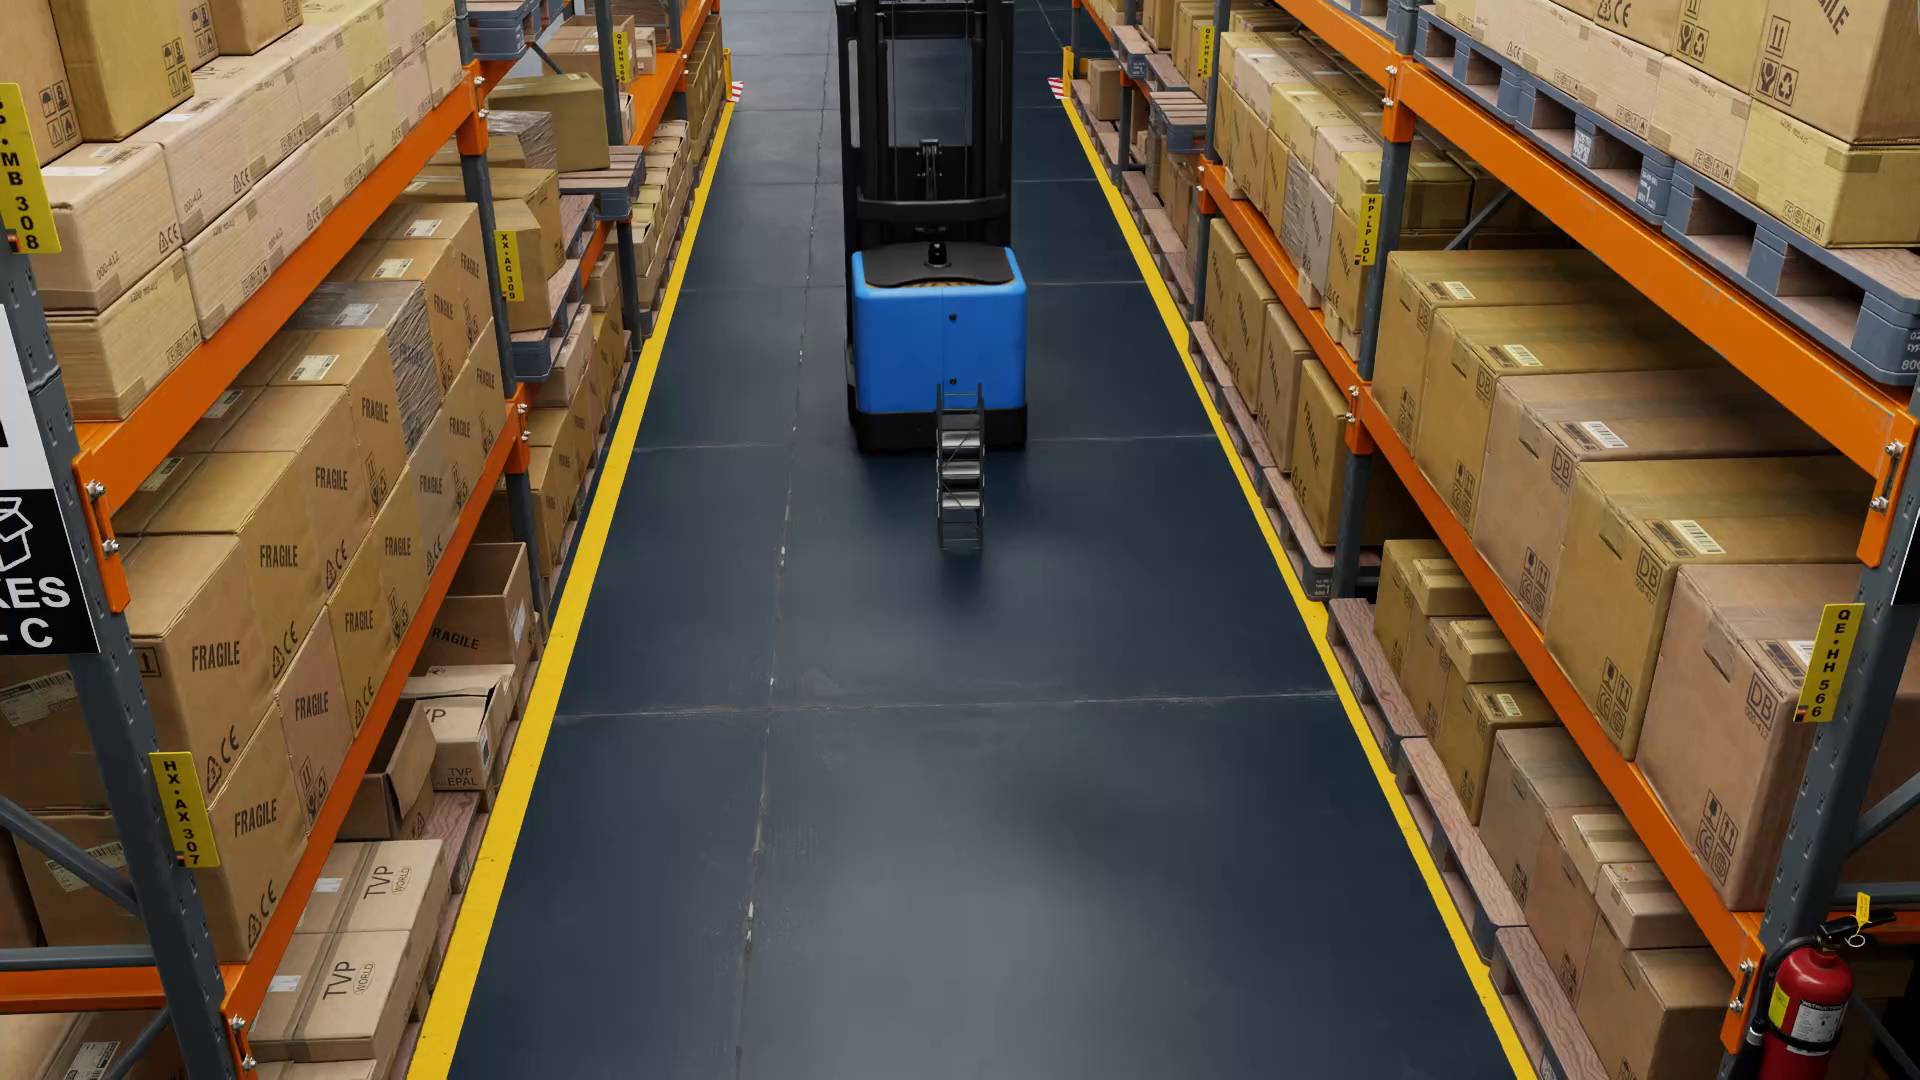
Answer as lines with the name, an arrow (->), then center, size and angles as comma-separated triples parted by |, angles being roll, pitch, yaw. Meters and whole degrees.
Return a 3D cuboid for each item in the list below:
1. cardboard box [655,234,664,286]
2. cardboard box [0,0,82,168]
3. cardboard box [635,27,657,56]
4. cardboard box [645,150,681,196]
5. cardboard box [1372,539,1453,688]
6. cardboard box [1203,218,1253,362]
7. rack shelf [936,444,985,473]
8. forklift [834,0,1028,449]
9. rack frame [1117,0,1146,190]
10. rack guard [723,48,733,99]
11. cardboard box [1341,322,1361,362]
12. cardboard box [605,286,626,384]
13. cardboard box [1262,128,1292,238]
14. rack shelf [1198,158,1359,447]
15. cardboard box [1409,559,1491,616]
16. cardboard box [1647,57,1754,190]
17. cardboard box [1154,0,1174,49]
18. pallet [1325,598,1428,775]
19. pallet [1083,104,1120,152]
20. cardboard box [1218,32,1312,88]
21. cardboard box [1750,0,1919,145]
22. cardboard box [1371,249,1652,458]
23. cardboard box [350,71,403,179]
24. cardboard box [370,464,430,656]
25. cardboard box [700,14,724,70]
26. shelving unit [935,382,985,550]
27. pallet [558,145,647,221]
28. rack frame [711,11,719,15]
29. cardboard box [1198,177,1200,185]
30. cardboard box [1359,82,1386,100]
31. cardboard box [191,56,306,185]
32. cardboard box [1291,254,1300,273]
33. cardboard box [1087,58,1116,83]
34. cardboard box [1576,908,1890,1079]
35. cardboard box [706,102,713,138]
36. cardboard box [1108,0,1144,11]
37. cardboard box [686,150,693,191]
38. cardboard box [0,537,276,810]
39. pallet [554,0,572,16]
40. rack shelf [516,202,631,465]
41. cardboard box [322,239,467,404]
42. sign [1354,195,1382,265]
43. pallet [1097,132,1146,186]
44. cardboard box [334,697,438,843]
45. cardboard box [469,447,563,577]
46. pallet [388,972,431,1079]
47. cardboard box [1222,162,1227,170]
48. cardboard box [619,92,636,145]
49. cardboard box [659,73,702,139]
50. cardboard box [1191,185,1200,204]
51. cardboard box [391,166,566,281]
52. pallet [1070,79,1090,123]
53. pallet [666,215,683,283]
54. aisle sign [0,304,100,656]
cardboard box -> -2.524, -2.116, 12.583 | 0.500, 0.250, 0.500 | -2, 28, -4
cardboard box -> -2.389, -1.028, 3.544 | 0.700, 0.500, 0.500 | -1, 28, -3
cardboard box -> -2.903, -4.222, 14.264 | 0.500, 0.250, 0.500 | 0, 28, 1
cardboard box -> -2.608, -3.080, 13.825 | 0.500, 0.311, 0.500 | -1, 28, -3
cardboard box -> 2.329, 0.328, 7.626 | 0.700, 0.500, 0.500 | -1, 28, -2
cardboard box -> 2.091, -1.680, 11.097 | 0.750, 0.750, 0.750 | -2, 28, -3
rack shelf -> 0.000, -0.445, 9.009 | 0.258, 0.077, 0.200 | -1, 28, -3
forklift -> -0.235, -2.503, 10.879 | 1.130, 2.935, 3.031 | -2, 28, -5
rack frame -> 1.975, -4.636, 14.896 | 1.000, 3.000, 0.127 | -1, 28, -3
rack guard -> -3.182, -5.265, 18.804 | 1.175, 0.500, 0.348 | -1, 28, -3
cardboard box -> 2.092, -0.989, 8.152 | 0.380, 0.149, 0.250 | -1, 28, -2
cardboard box -> -2.480, -1.328, 10.781 | 0.500, 0.500, 0.500 | 0, 28, -1
cardboard box -> 2.031, -2.032, 9.451 | 0.500, 0.500, 0.500 | -1, 28, -1
rack shelf -> 2.288, -1.547, 9.750 | 1.077, 0.370, 4.000 | -1, 28, -3
cardboard box -> 2.165, 0.203, 7.165 | 0.380, 0.149, 0.250 | 0, 28, -1
cardboard box -> 2.270, -1.161, 4.588 | 0.500, 0.250, 0.500 | -2, 28, -5
cardboard box -> 1.989, -4.382, 13.824 | 0.700, 0.500, 0.500 | 1, 28, 3
pallet -> 2.354, 0.647, 7.780 | 1.003, 0.211, 1.213 | -1, 28, -3
pallet -> 1.838, -4.274, 17.217 | 1.003, 0.211, 1.213 | -1, 28, -3
cardboard box -> 1.951, -3.078, 10.645 | 0.500, 0.250, 0.500 | -1, 28, -1
cardboard box -> 2.291, -1.253, 3.953 | 0.500, 0.500, 0.500 | -1, 28, -3
cardboard box -> 2.404, -0.824, 7.262 | 0.980, 0.700, 0.700 | -1, 28, -2
cardboard box -> -2.213, -1.404, 5.617 | 0.500, 0.250, 0.500 | -1, 28, -3
cardboard box -> -2.185, 0.070, 5.764 | 0.500, 0.500, 0.500 | -1, 28, -2
cardboard box -> -2.856, -5.421, 18.109 | 0.500, 0.500, 0.500 | -1, 28, -3
shelving unit -> 0.000, -0.395, 9.035 | 0.258, 0.900, 0.210 | -1, 28, -3
pallet -> -2.658, -2.271, 10.569 | 1.213, 0.211, 1.003 | -1, 28, -3
rack frame -> -3.181, -6.362, 18.205 | 1.000, 3.000, 0.127 | -1, 28, -3
cardboard box -> 2.127, -2.804, 12.800 | 0.500, 0.250, 0.500 | -1, 28, -2
cardboard box -> 2.540, -2.392, 9.331 | 0.500, 0.250, 0.500 | -2, 28, -4
cardboard box -> -2.164, -1.164, 4.616 | 0.500, 0.250, 0.500 | -1, 28, -3
cardboard box -> 2.069, -1.577, 9.279 | 0.380, 0.149, 0.250 | -2, 28, -4
cardboard box -> 1.712, -5.165, 18.341 | 0.500, 0.311, 0.500 | -4, 28, -8
cardboard box -> 2.465, 1.507, 5.367 | 0.700, 0.500, 0.500 | -1, 28, -3
cardboard box -> -2.736, -4.166, 16.513 | 0.500, 0.250, 0.500 | -1, 28, -3
cardboard box -> 1.641, -5.122, 15.157 | 0.500, 0.500, 0.500 | -1, 28, -3
cardboard box -> -2.661, -3.298, 14.848 | 0.500, 0.250, 0.500 | -2, 28, -3
cardboard box -> -2.105, 0.328, 4.189 | 0.500, 0.500, 0.500 | -1, 28, -1
pallet -> -2.576, -2.849, 8.428 | 1.213, 0.211, 1.003 | -1, 28, -3
rack shelf -> -2.659, -1.425, 9.517 | 1.077, 0.370, 4.000 | -1, 28, -3
cardboard box -> -2.240, -0.845, 6.436 | 0.500, 0.500, 0.500 | -2, 28, -4
sign -> 1.851, -1.403, 7.529 | 0.100, 0.325, 0.005 | -1, 28, -3
pallet -> 1.904, -3.709, 16.134 | 1.003, 0.211, 1.213 | -1, 28, -3
cardboard box -> -2.451, 0.959, 6.392 | 0.797, 0.503, 0.637 | -1, 28, -3
cardboard box -> -2.336, -0.137, 8.496 | 0.500, 0.500, 0.500 | -3, 28, -5
pallet -> -2.392, 1.860, 5.456 | 1.003, 0.211, 1.213 | -1, 28, -3
cardboard box -> 1.969, -2.529, 11.105 | 0.380, 0.149, 0.250 | -2, 28, -3
cardboard box -> -2.617, -3.046, 11.943 | 0.500, 0.311, 0.500 | -2, 28, -3
cardboard box -> -2.684, -4.036, 15.454 | 0.500, 0.500, 0.500 | -1, 28, -3
cardboard box -> 2.183, -2.448, 12.927 | 0.700, 0.500, 0.500 | -1, 28, -3
cardboard box -> -2.455, -1.591, 8.495 | 0.700, 0.500, 0.500 | 3, 28, 5
pallet -> 1.777, -4.836, 18.294 | 1.003, 0.211, 1.213 | -1, 28, -3
pallet -> -2.828, -2.375, 13.575 | 1.003, 0.211, 1.213 | -1, 28, -3
aisle sign -> -2.049, -0.102, 3.390 | 0.394, 0.787, 0.004 | -1, 28, -3
